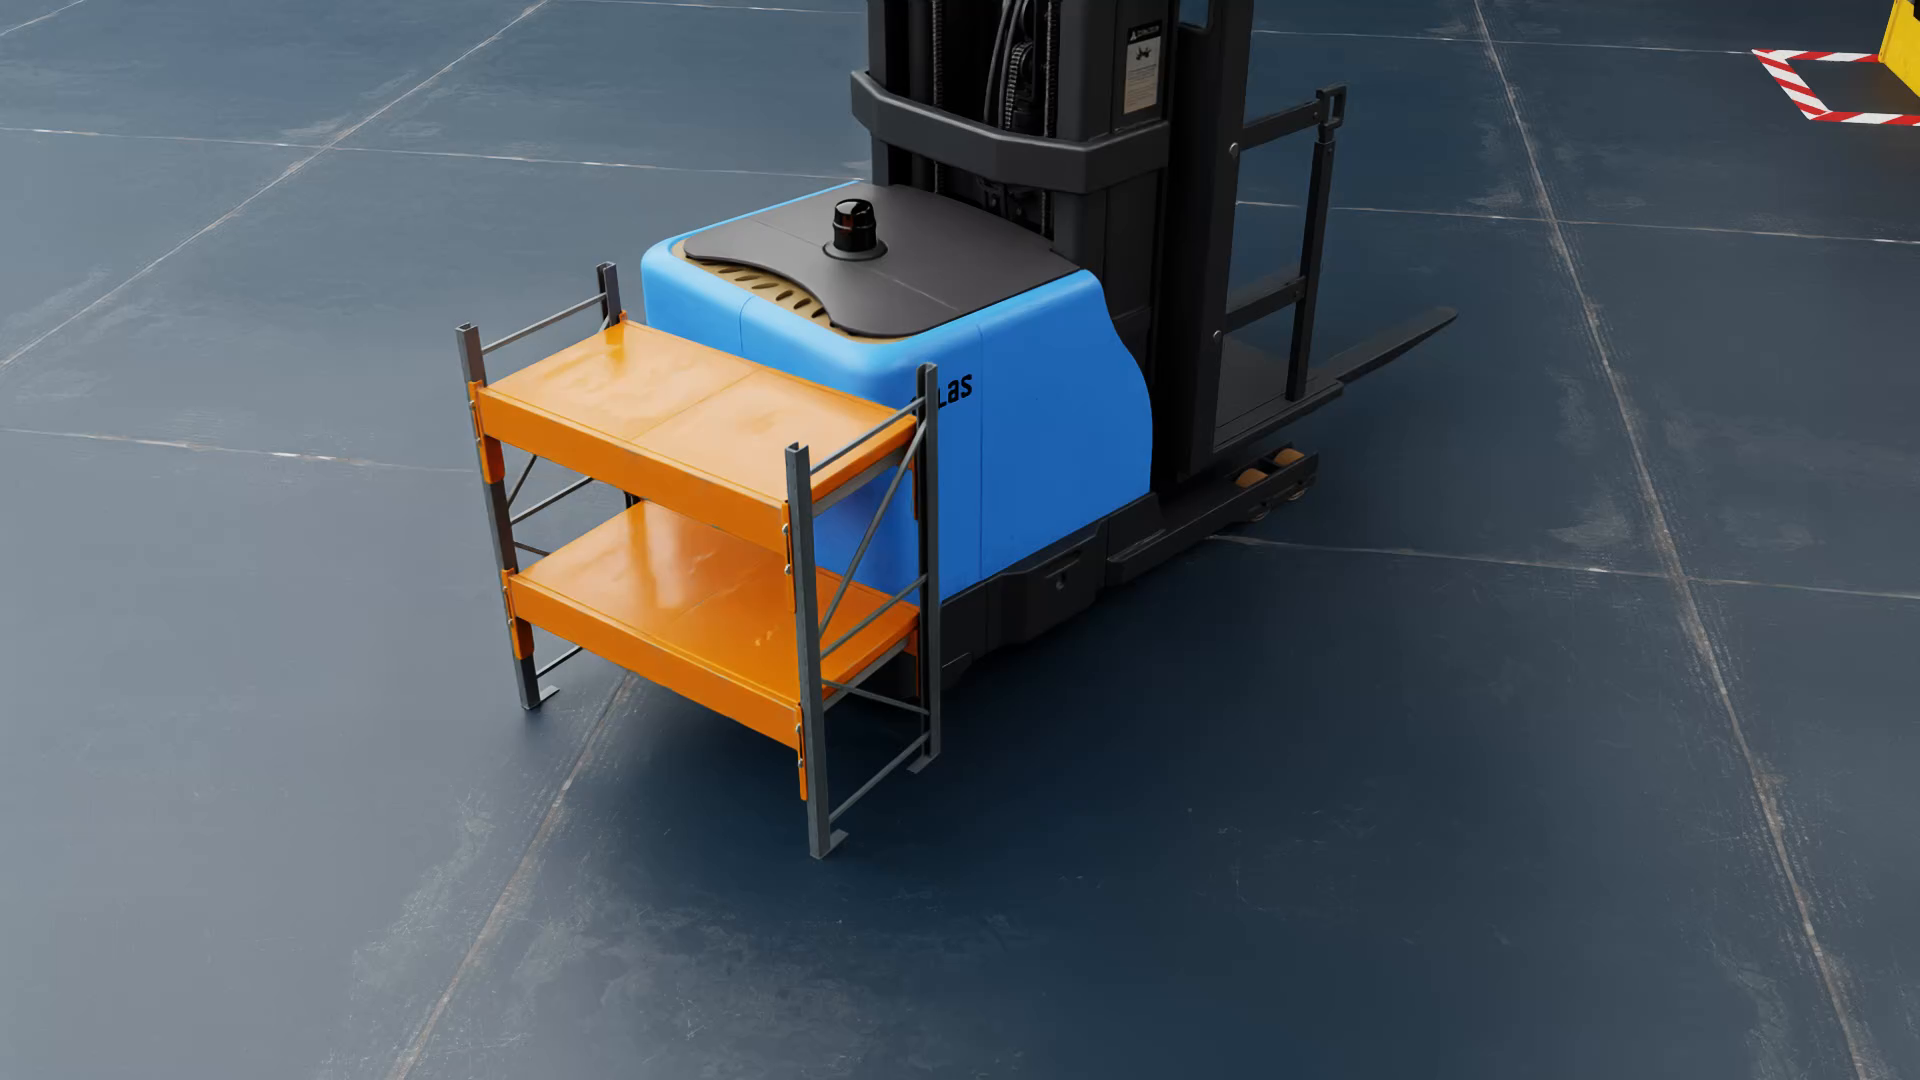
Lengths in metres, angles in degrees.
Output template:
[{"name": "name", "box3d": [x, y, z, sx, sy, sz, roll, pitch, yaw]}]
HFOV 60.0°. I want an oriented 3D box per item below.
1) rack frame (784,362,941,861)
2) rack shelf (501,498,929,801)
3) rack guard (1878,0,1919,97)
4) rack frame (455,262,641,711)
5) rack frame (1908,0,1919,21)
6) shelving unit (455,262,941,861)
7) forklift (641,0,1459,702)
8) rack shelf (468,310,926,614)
[{"name": "rack frame", "box3d": [-0.207, 0.185, 3.895, 0.032, 1.125, 0.500, 21, 37, 29]}, {"name": "rack shelf", "box3d": [-0.622, 0.236, 4.273, 1.000, 0.278, 0.538, 21, 37, 29]}, {"name": "rack guard", "box3d": [5.464, -2.741, 9.157, 0.348, 0.500, 1.175, 5, 32, 8]}, {"name": "rack frame", "box3d": [-1.037, -0.127, 4.392, 0.032, 1.125, 0.500, 21, 37, 29]}, {"name": "rack frame", "box3d": [5.381, -3.782, 8.466, 0.127, 3.000, 1.000, 5, 32, 8]}, {"name": "shelving unit", "box3d": [-0.622, 0.029, 4.143, 1.048, 1.125, 0.538, 21, 37, 29]}, {"name": "forklift", "box3d": [0.533, -1.481, 4.853, 3.031, 2.935, 1.130, -27, 41, -36]}, {"name": "rack shelf", "box3d": [-0.622, -0.219, 3.988, 1.000, 0.278, 0.538, 21, 37, 29]}]
